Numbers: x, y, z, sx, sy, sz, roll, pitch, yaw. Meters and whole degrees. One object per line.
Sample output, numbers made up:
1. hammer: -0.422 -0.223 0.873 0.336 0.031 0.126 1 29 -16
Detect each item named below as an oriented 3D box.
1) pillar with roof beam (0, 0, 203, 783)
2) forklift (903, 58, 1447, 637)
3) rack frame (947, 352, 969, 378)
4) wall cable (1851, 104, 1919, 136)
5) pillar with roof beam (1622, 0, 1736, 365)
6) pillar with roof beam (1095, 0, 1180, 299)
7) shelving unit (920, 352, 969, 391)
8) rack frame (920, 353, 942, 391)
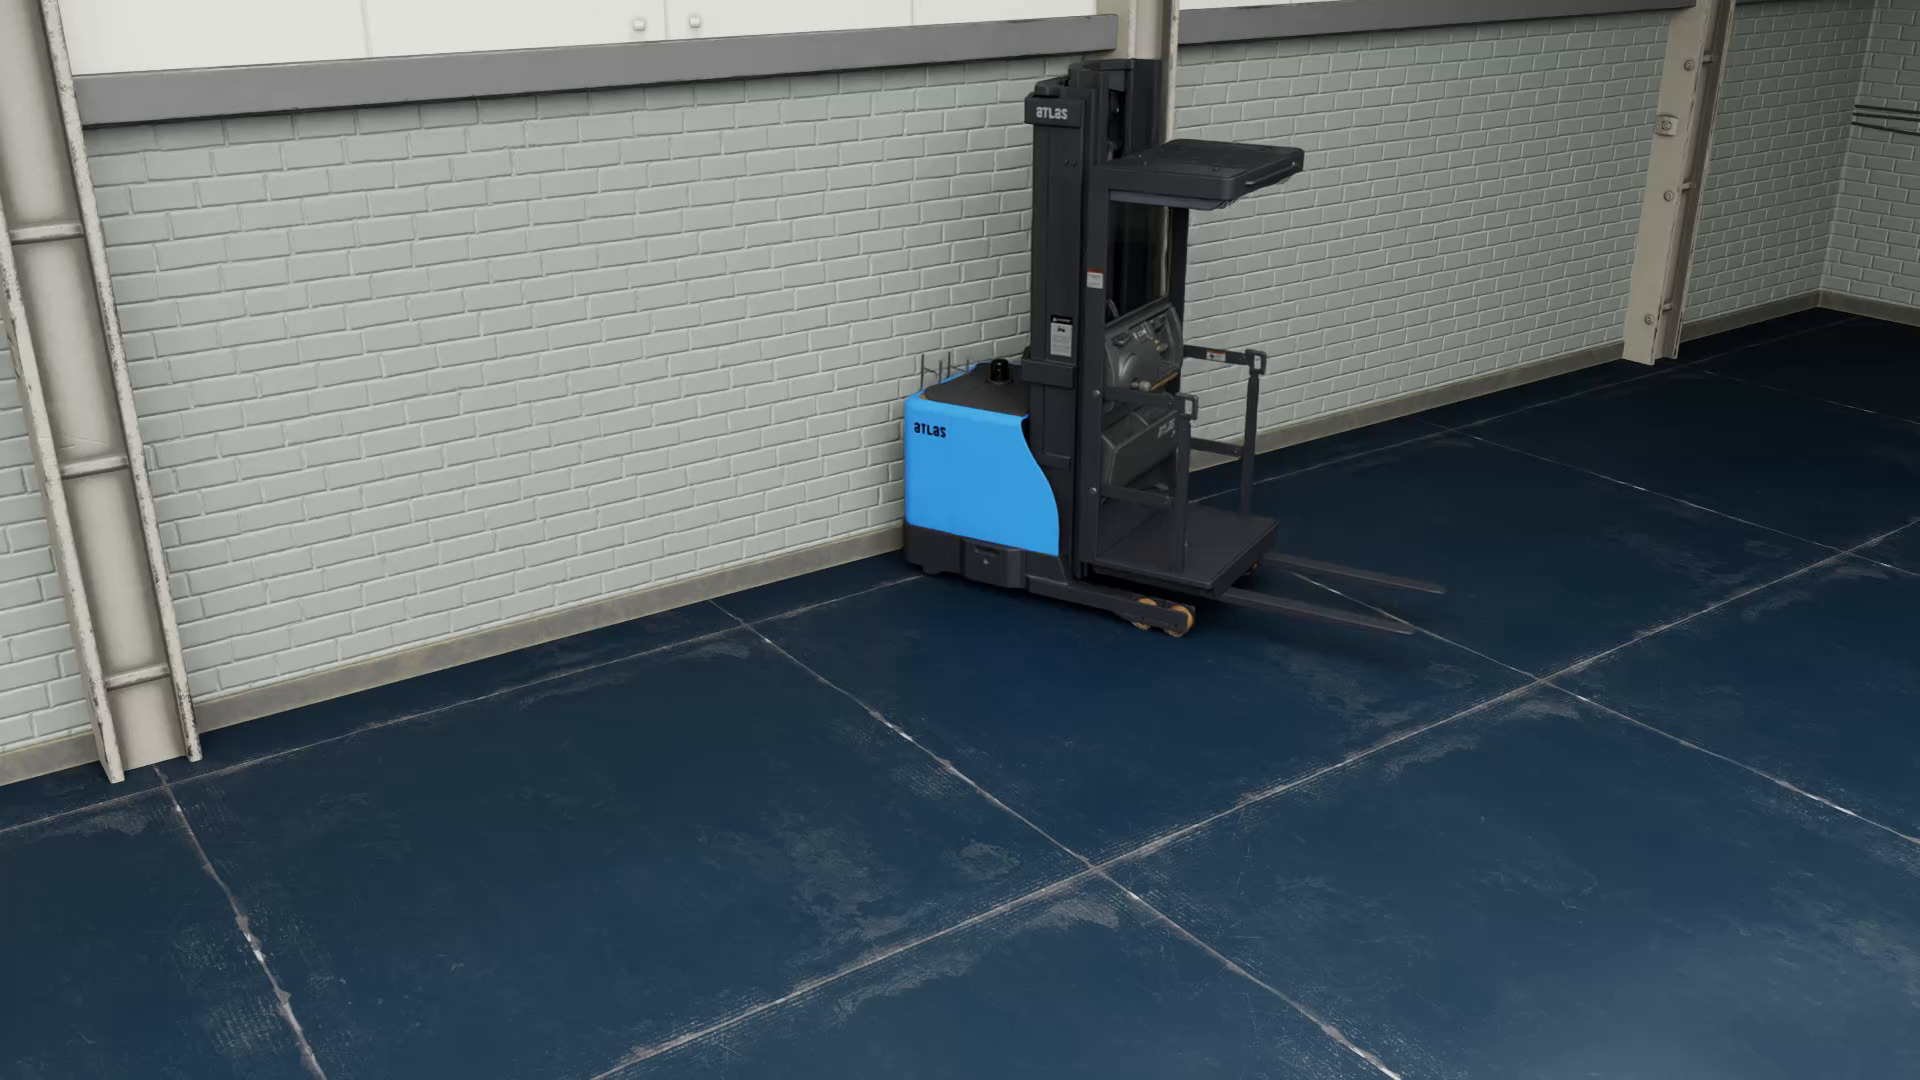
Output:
1. pillar with roof beam: -1.295 -1.859 2.914 0.400 9.000 9.100 -15 26 -33
2. forklift: 1.195 -1.060 9.097 3.031 2.935 1.130 12 25 28
3. rack frame: -0.035 -0.531 10.112 0.006 1.200 0.240 -8 21 -29
4. wall cable: 9.096 -4.549 13.845 0.112 2.526 3.097 -15 26 -33
5. pillar with roof beam: 8.446 -4.457 9.423 0.400 9.000 9.100 -15 26 -33
6. pillar with roof beam: 3.576 -3.158 6.168 0.400 9.000 9.100 -15 26 -33
7. shelving unit: -0.115 -0.520 10.067 0.189 1.200 0.258 -8 21 -29
8. rack frame: -0.194 -0.510 10.023 0.006 1.200 0.240 -8 21 -29
